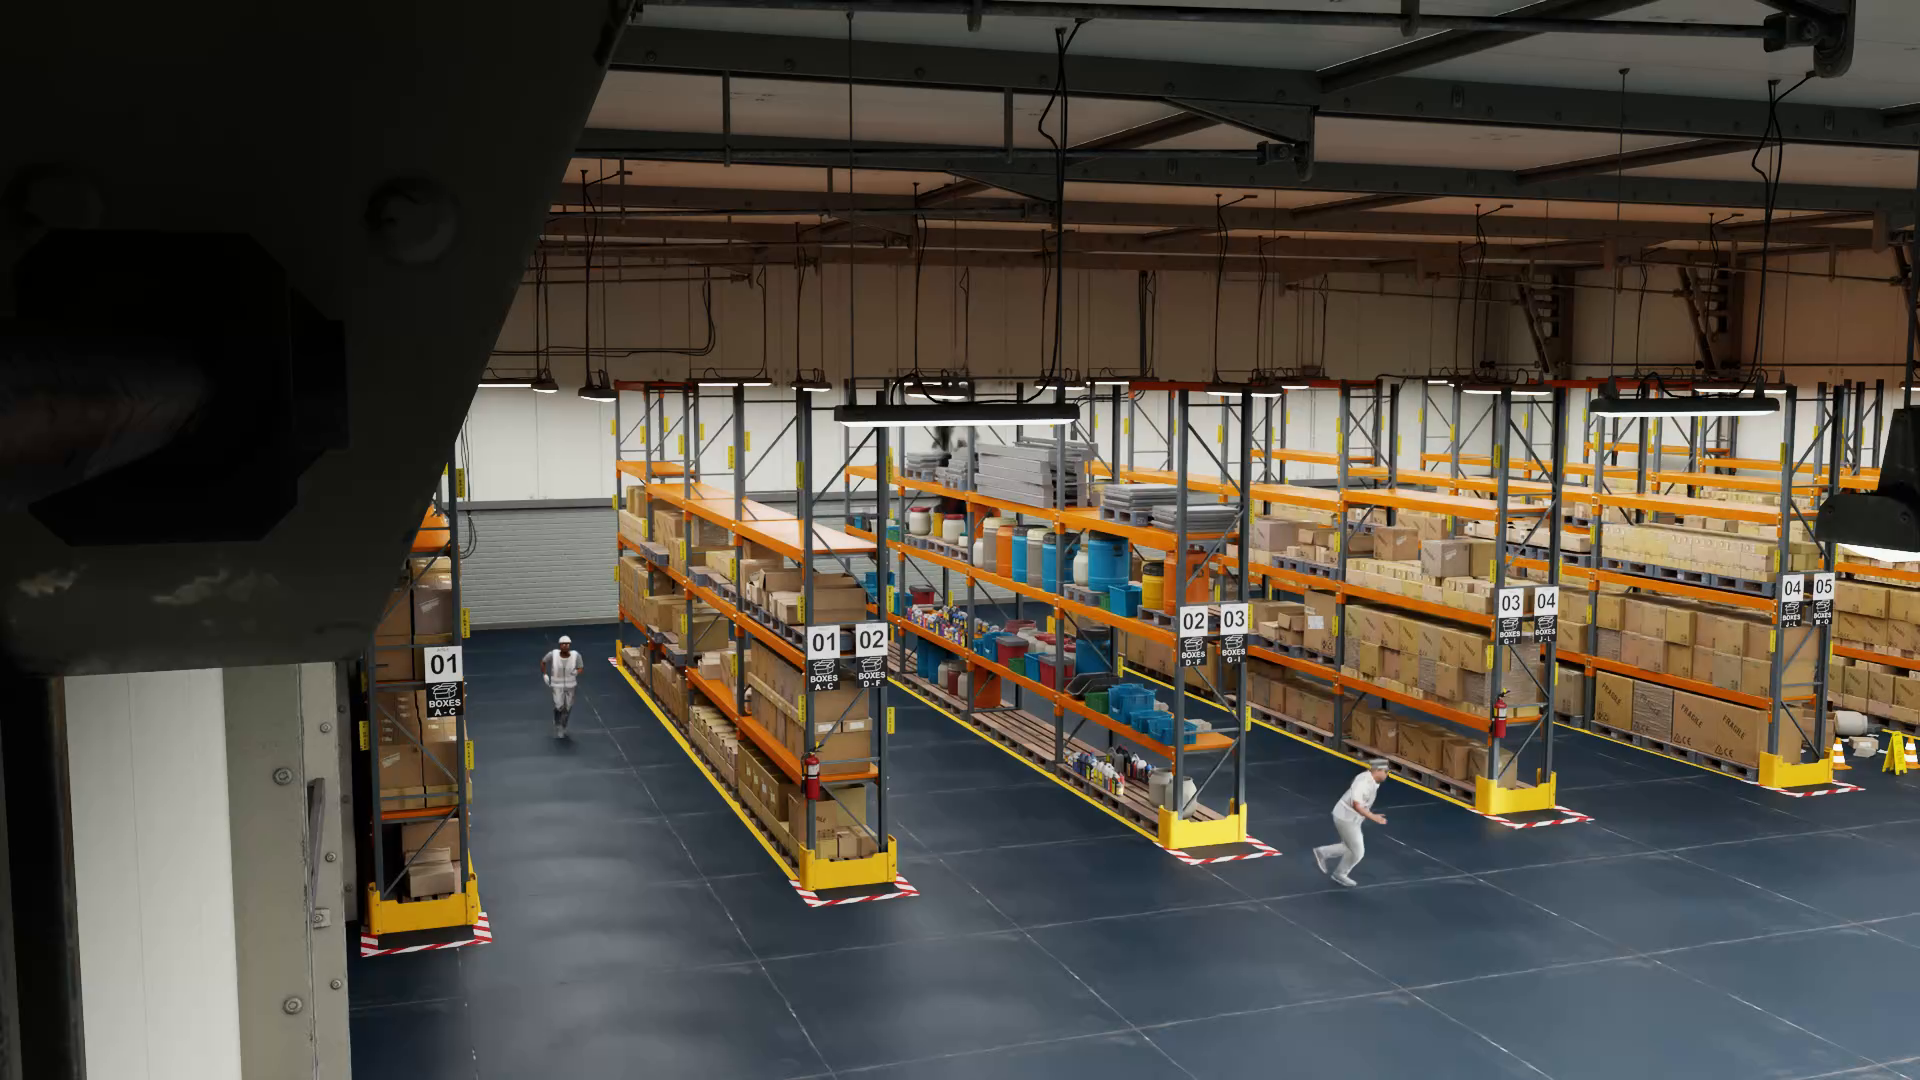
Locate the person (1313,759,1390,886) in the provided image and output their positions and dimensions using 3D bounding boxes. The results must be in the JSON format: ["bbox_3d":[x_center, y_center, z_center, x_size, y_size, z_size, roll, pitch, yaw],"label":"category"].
[{"bbox_3d":[4.771,3.421,20.288,0.889,1.598,0.676,2,6,20],"label":"person"}]

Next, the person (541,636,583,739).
[{"bbox_3d":[-6.695,2.486,28.091,0.666,1.758,0.742,-3,7,-24],"label":"person"}]
